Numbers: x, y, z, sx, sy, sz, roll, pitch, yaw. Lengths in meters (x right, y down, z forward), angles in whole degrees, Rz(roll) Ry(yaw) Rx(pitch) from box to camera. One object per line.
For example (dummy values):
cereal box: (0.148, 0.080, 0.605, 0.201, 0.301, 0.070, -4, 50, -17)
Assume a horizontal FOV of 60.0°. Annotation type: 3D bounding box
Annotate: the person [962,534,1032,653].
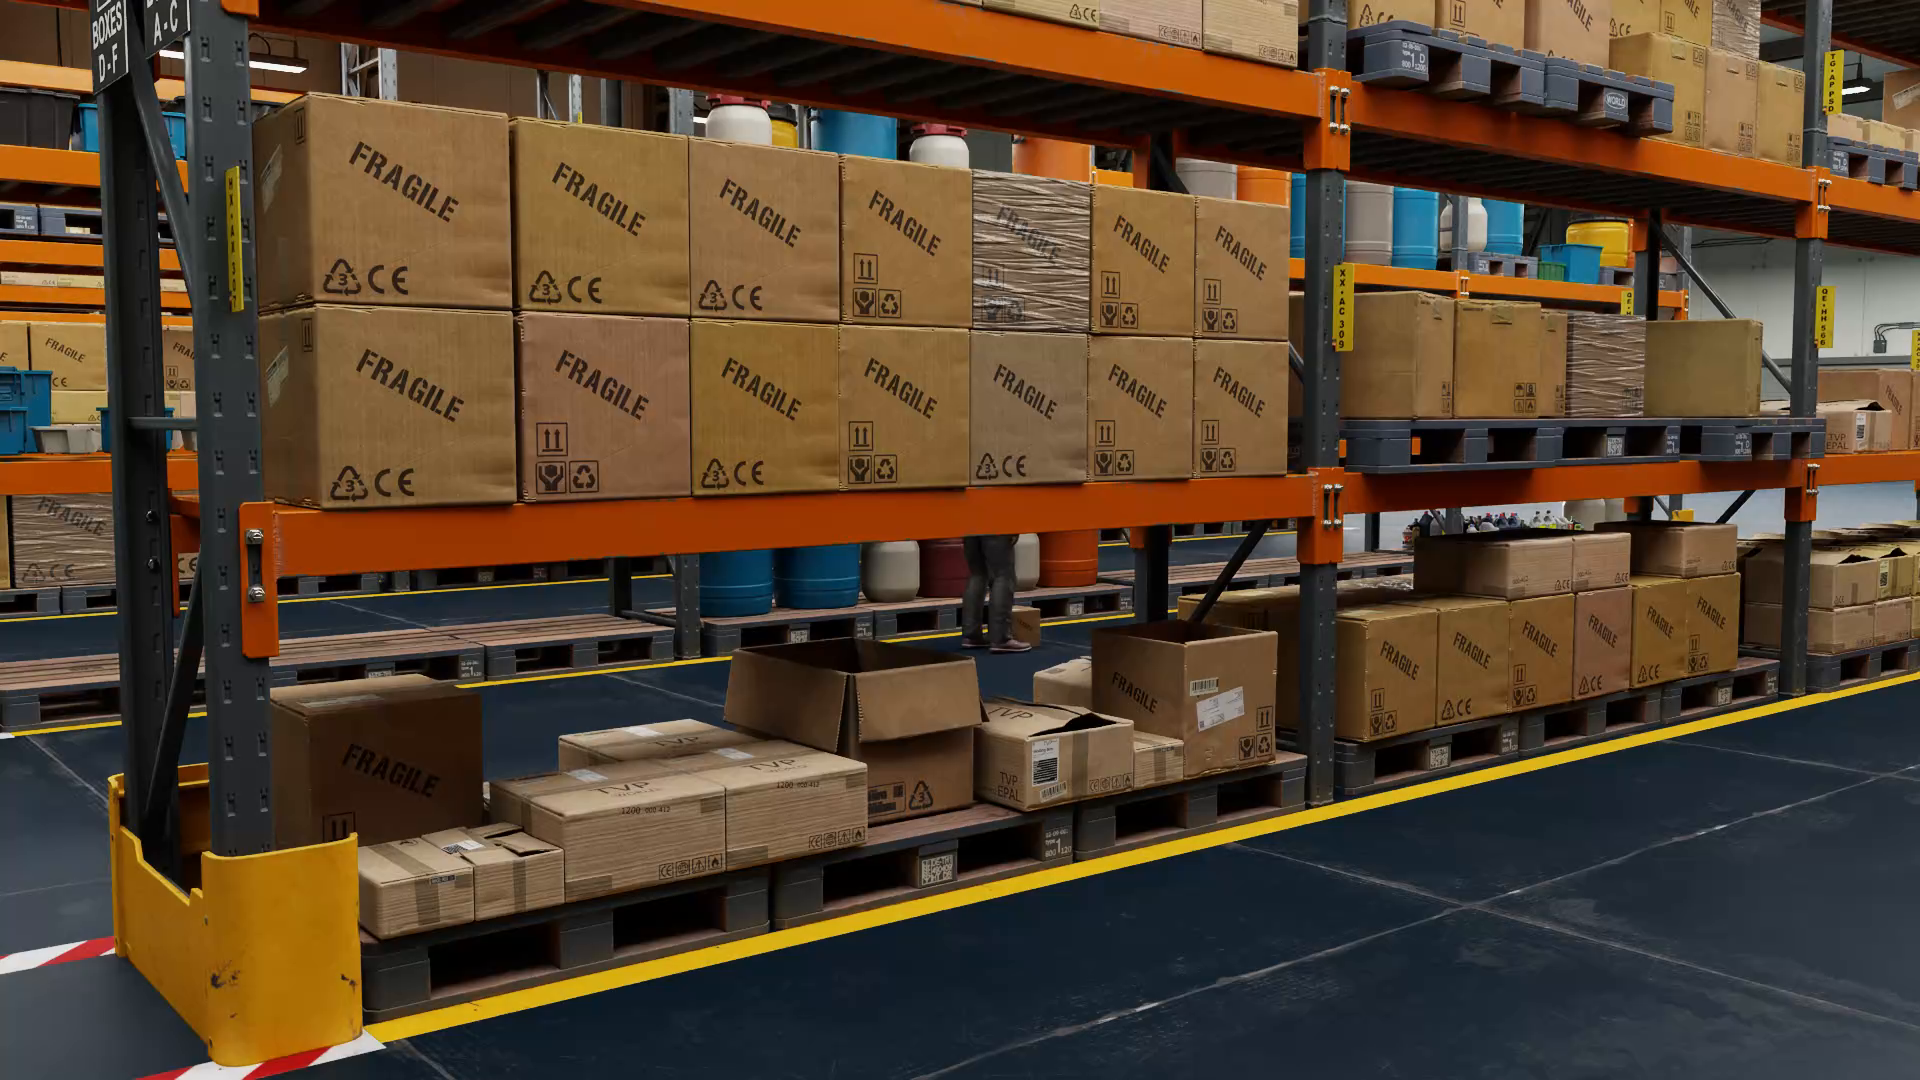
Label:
person: (0.197, -0.111, 10.727, 0.351, 1.655, 0.489, -4, 6, -39)
